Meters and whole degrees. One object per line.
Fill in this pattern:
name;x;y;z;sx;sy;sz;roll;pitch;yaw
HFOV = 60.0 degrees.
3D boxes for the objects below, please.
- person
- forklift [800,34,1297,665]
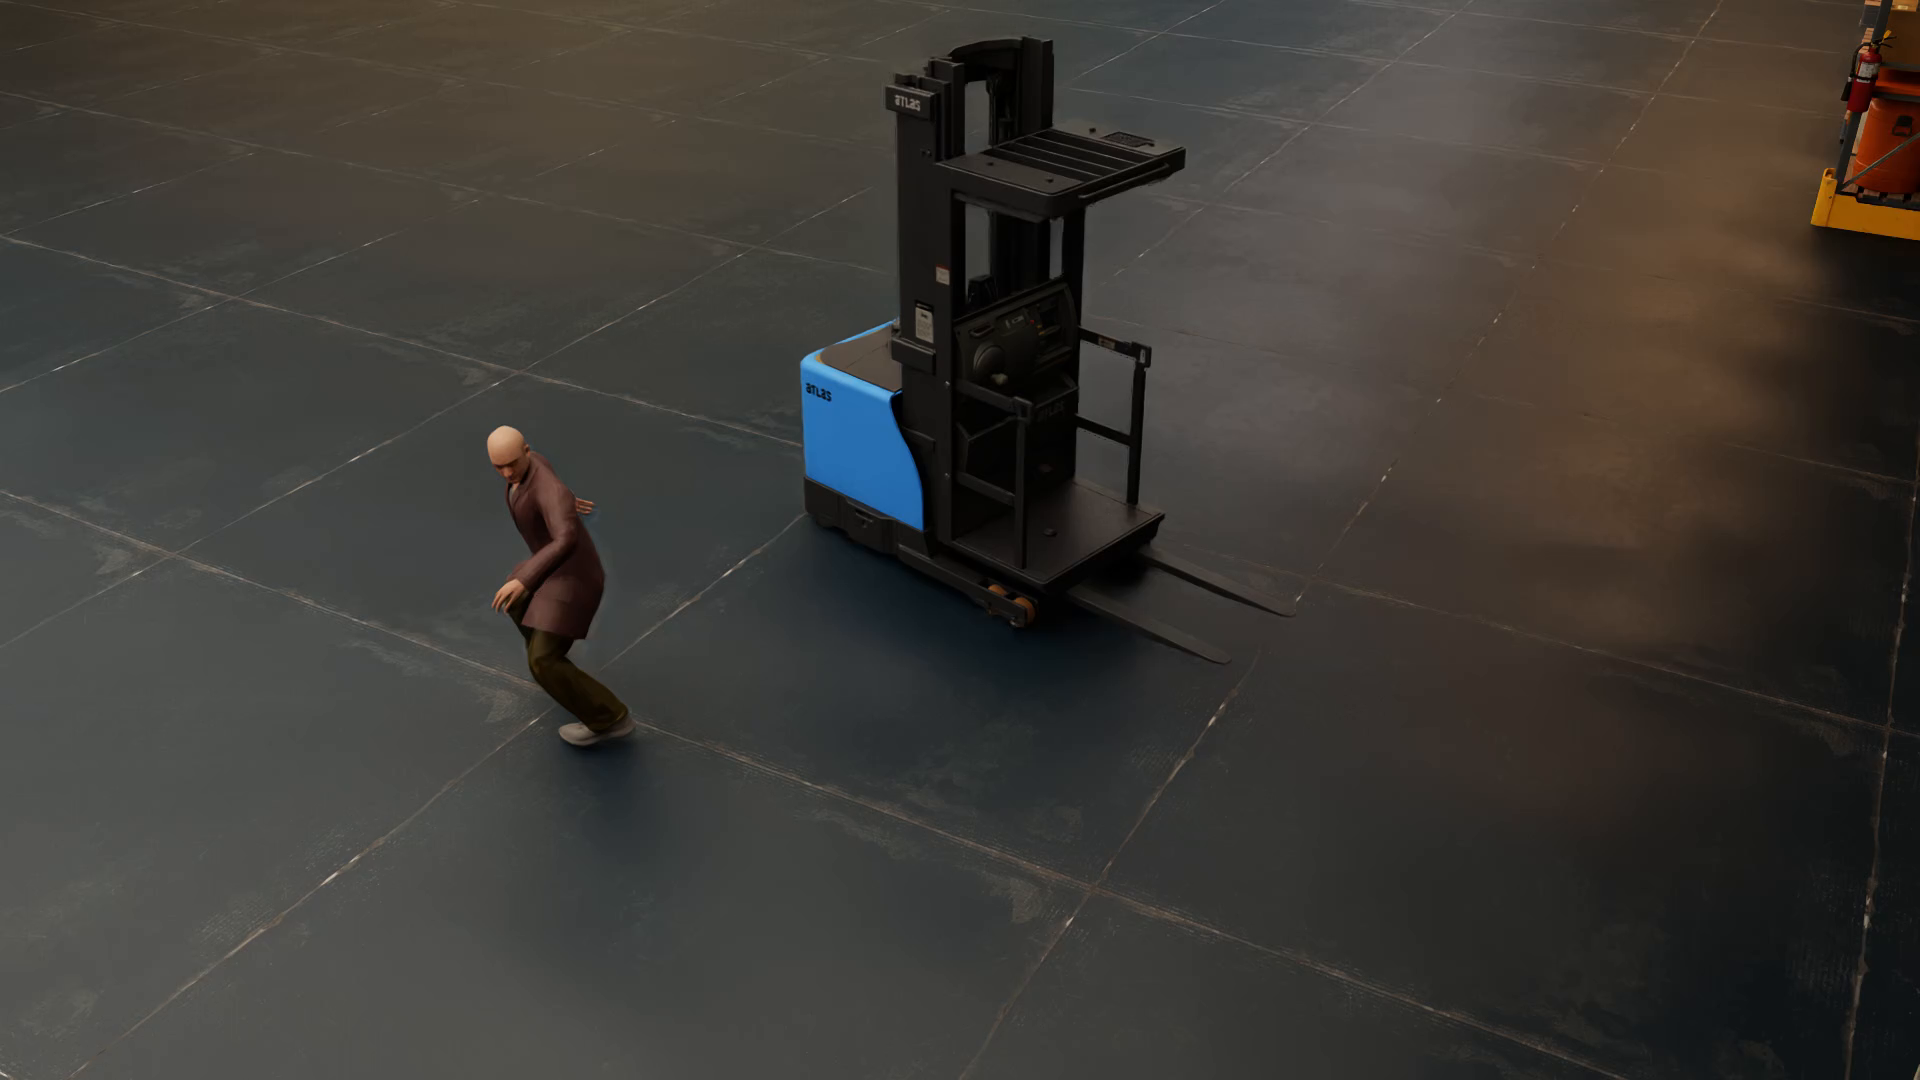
person;-2.019;0.188;8.187;0.614;1.731;1.118;-10;31;-17
forklift;0.468;-1.081;8.944;3.031;2.935;1.130;25;38;36
